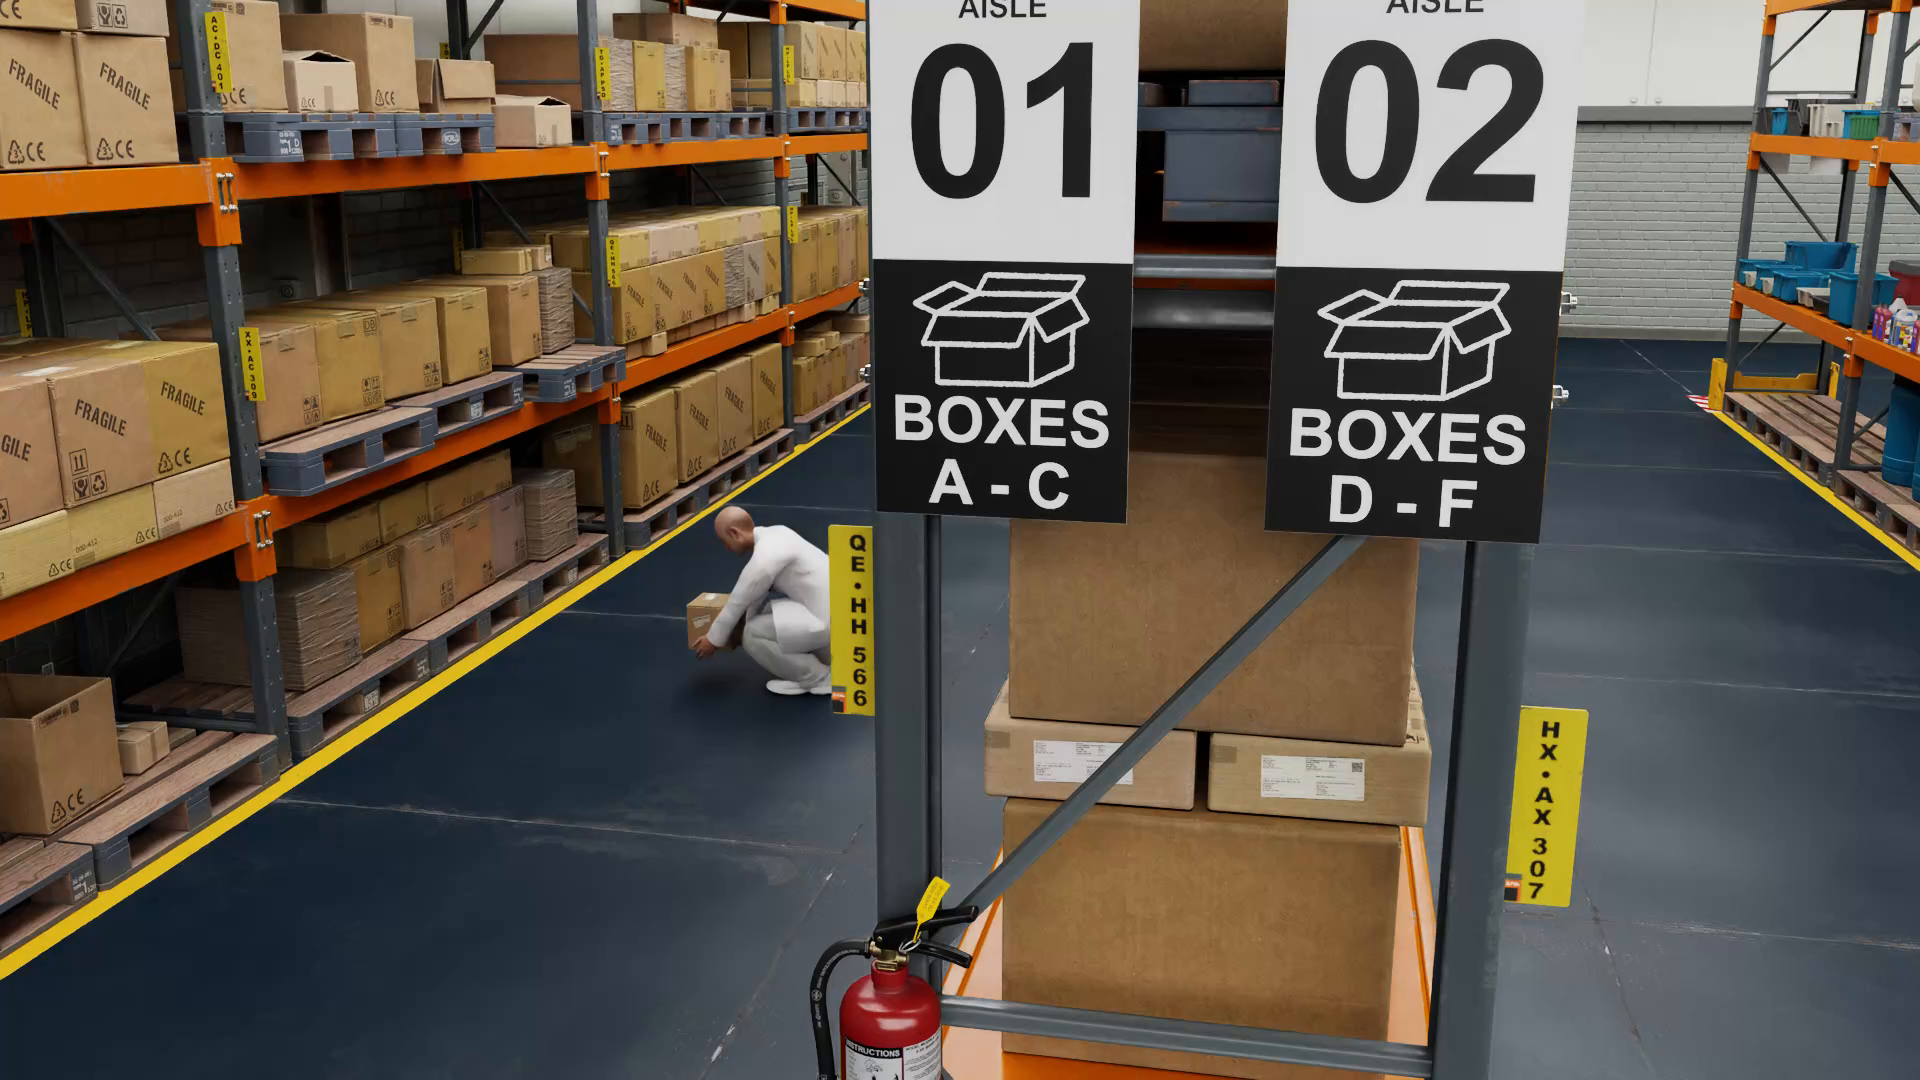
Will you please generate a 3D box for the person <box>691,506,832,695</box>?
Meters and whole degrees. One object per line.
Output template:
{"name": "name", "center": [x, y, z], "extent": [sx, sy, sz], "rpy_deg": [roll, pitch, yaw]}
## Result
{"name": "person", "center": [-0.977, 0.310, 8.946], "extent": [0.900, 0.981, 0.597], "rpy_deg": [3, 15, 11]}
